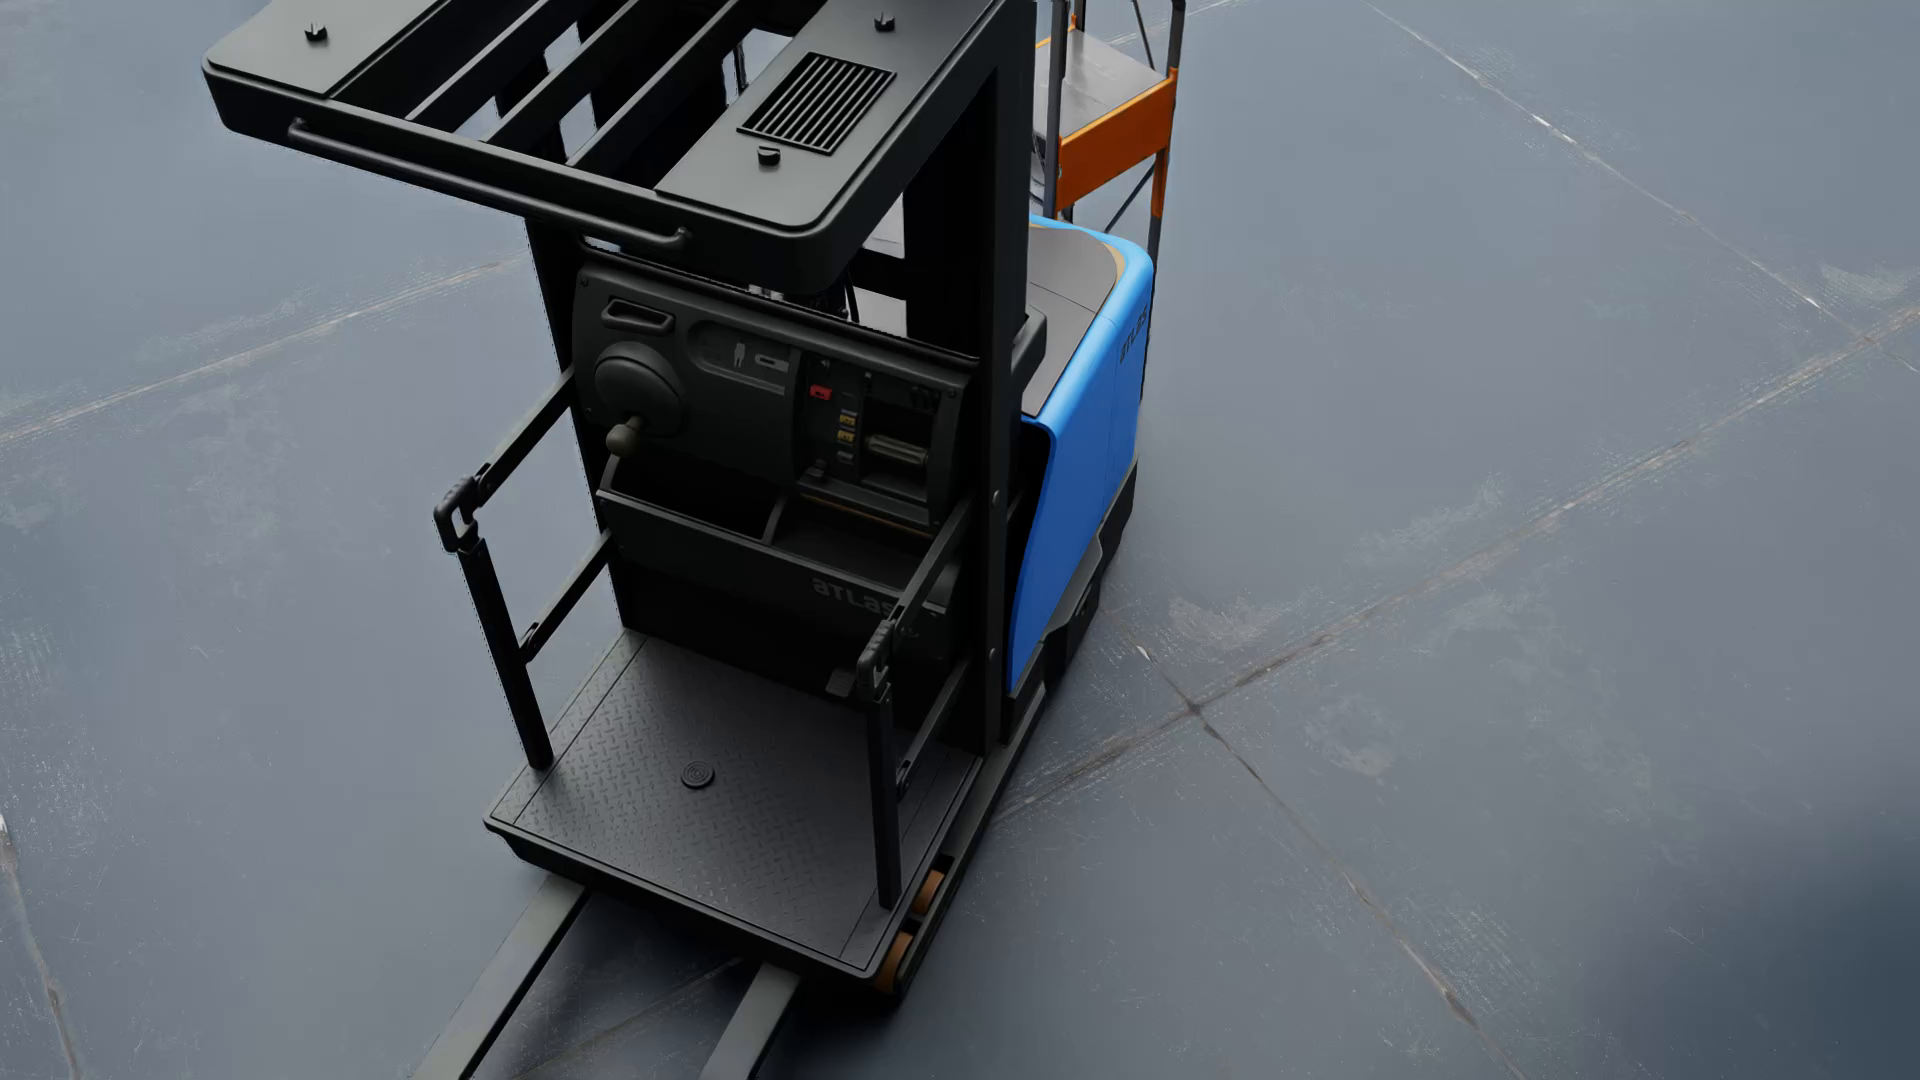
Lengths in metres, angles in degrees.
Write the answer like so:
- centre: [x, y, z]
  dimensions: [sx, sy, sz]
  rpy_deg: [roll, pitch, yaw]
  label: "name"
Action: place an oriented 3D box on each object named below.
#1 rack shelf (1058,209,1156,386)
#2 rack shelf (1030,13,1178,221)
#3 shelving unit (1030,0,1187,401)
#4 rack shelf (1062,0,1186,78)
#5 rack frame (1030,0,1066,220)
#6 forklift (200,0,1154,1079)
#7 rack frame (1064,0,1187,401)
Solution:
- centre: [0.301, -0.682, 5.407]
  dimensions: [0.480, 0.518, 0.431]
  rpy_deg: [-35, 57, -27]
  label: "rack shelf"
- centre: [0.301, -1.147, 4.884]
  dimensions: [0.480, 0.518, 0.431]
  rpy_deg: [-35, 57, -27]
  label: "rack shelf"
- centre: [0.301, -1.157, 4.874]
  dimensions: [0.503, 2.100, 0.431]
  rpy_deg: [-35, 57, -27]
  label: "shelving unit"
- centre: [0.301, -1.613, 4.361]
  dimensions: [0.480, 0.518, 0.431]
  rpy_deg: [-35, 57, -27]
  label: "rack shelf"
- centre: [0.125, -1.031, 4.762]
  dimensions: [0.015, 2.100, 0.400]
  rpy_deg: [-35, 57, -27]
  label: "rack frame"
- centre: [-0.513, -0.201, 3.466]
  dimensions: [1.130, 2.935, 3.031]
  rpy_deg: [18, 51, 16]
  label: "forklift"
- centre: [0.478, -1.282, 4.986]
  dimensions: [0.015, 2.100, 0.400]
  rpy_deg: [-35, 57, -27]
  label: "rack frame"
